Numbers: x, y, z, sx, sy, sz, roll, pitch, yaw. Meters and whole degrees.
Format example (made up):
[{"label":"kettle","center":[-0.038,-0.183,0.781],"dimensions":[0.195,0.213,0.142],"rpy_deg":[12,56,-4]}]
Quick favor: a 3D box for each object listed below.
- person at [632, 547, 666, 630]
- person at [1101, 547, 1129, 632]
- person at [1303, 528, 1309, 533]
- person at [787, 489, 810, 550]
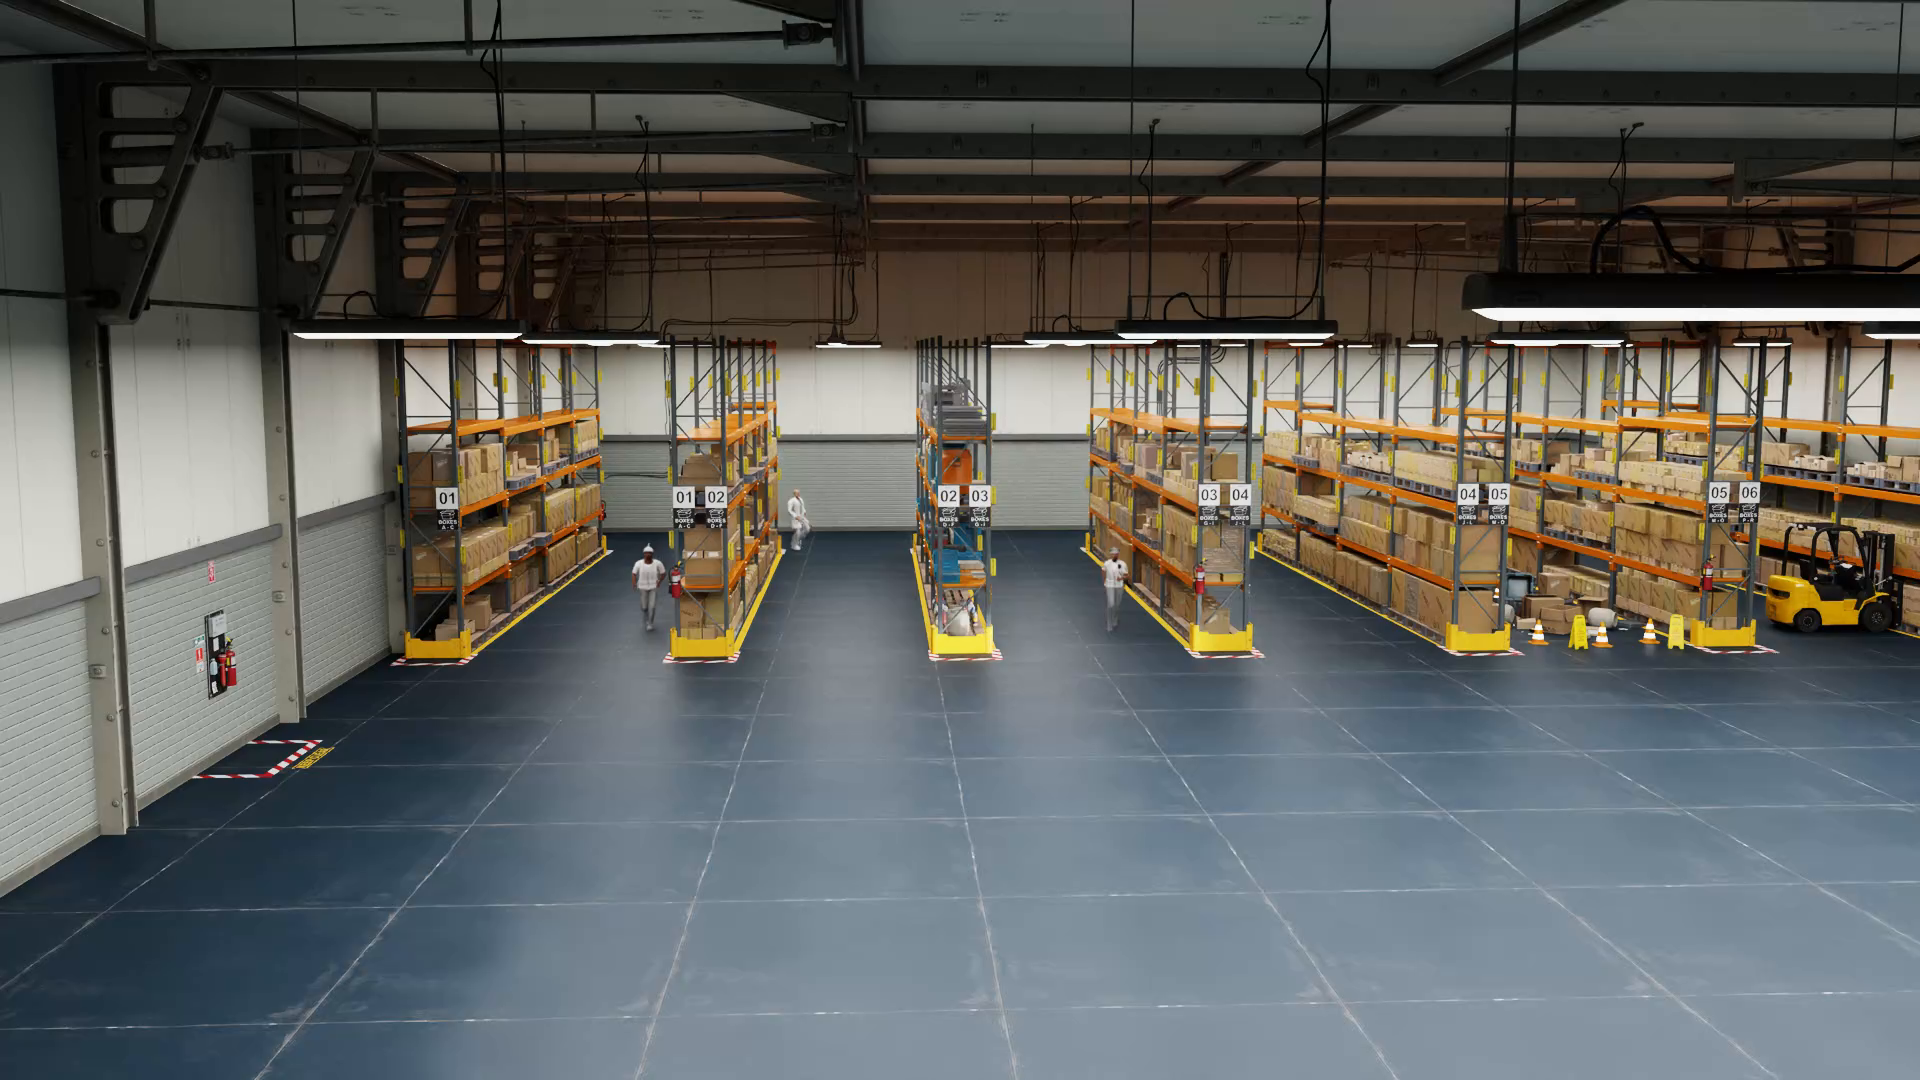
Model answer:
[{"label":"person","center":[-6.407,0.986,34.272],"dimensions":[0.700,1.719,0.592],"rpy_deg":[-1,7,-7]},{"label":"person","center":[3.196,1.009,34.222],"dimensions":[0.555,1.754,0.743],"rpy_deg":[0,6,1]},{"label":"person","center":[10.630,-0.774,49.963],"dimensions":[0.836,1.693,0.587],"rpy_deg":[-4,8,-30]},{"label":"person","center":[-4.657,-0.592,47.994],"dimensions":[0.598,1.743,0.737],"rpy_deg":[5,8,37]}]
